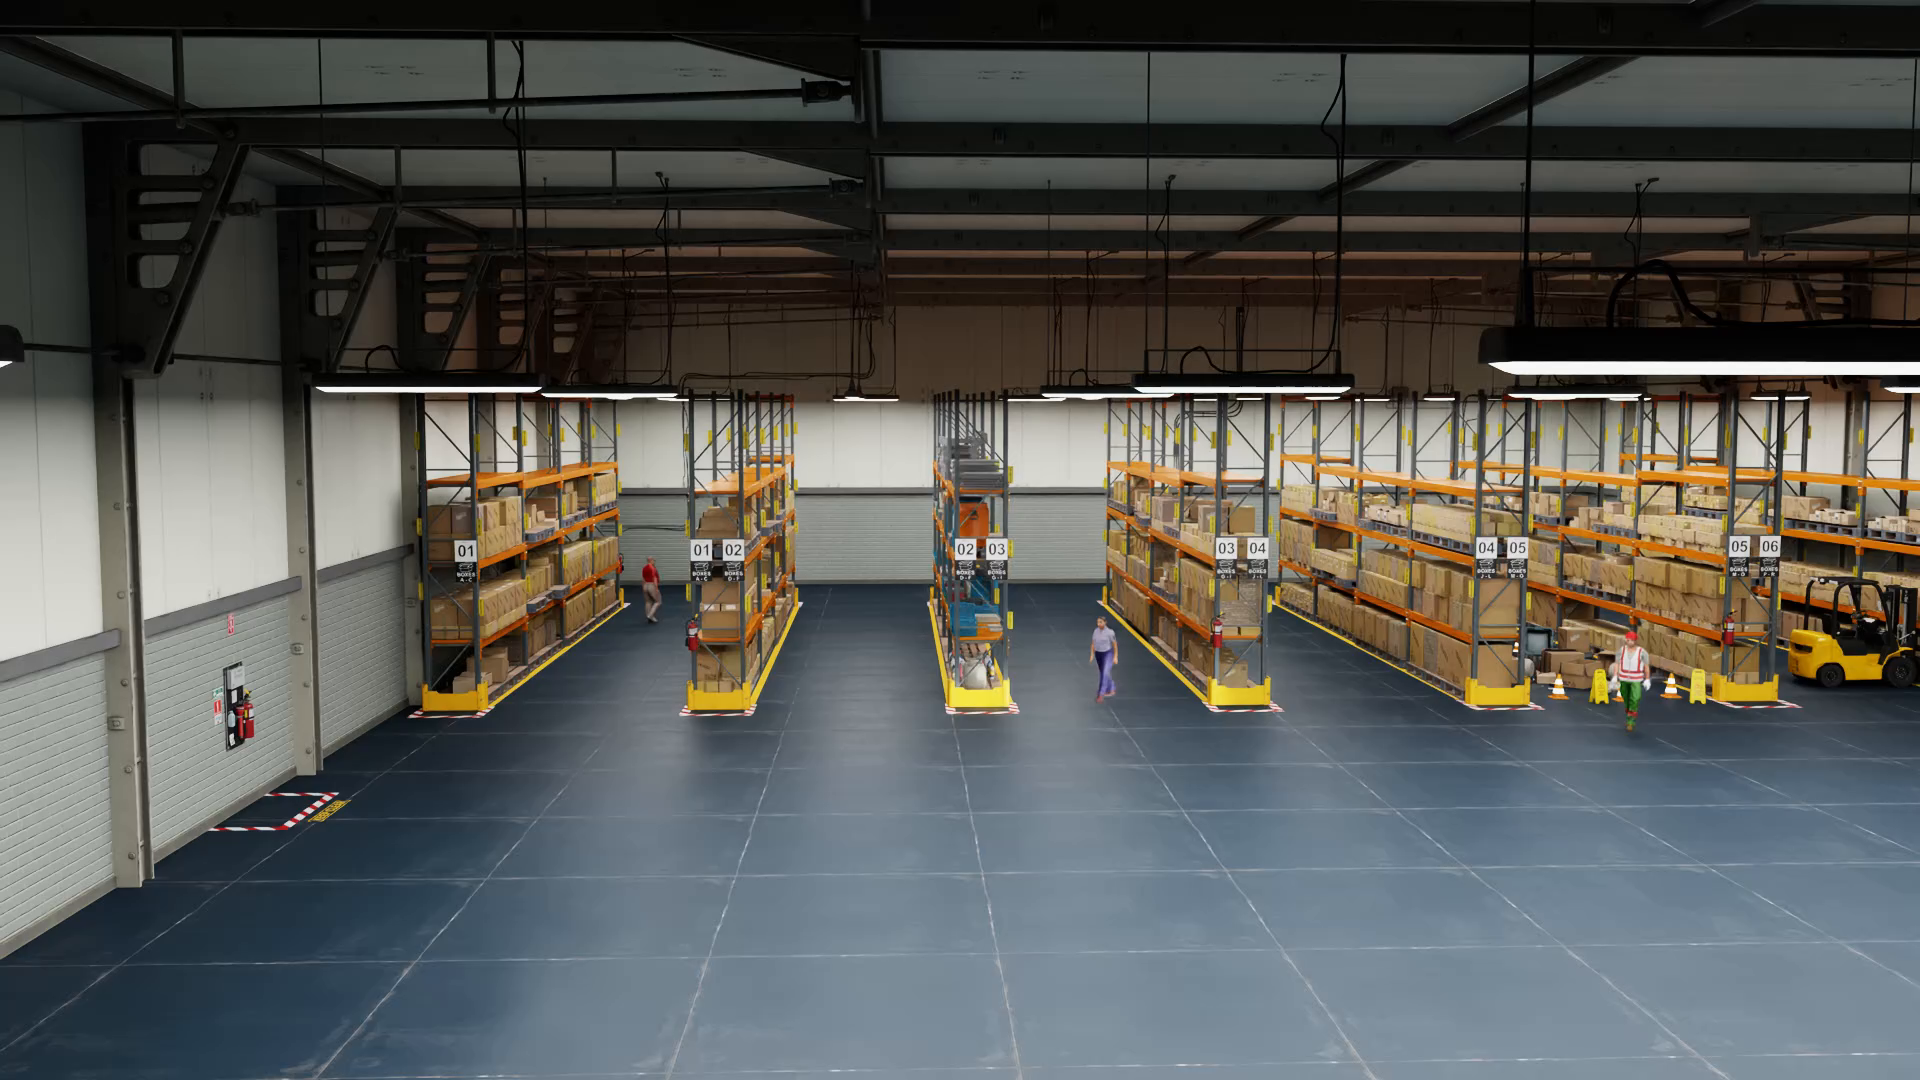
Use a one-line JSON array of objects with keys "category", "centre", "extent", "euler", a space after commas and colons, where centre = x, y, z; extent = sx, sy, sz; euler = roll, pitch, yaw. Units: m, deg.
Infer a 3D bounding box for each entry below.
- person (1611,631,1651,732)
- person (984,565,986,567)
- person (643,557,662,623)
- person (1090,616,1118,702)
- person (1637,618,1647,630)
[{"category": "person", "centre": [11.723, 2.458, 29.111], "extent": [0.574, 1.726, 1.031], "euler": [4, 6, 40]}, {"category": "person", "centre": [0.609, 0.767, 49.965], "extent": [0.604, 1.727, 1.160], "euler": [-1, 5, -16]}, {"category": "person", "centre": [-8.129, 1.304, 43.655], "extent": [0.592, 1.733, 0.470], "euler": [4, 6, 41]}, {"category": "person", "centre": [2.775, 2.275, 32.245], "extent": [0.878, 1.593, 0.536], "euler": [-4, 6, -43]}, {"category": "person", "centre": [16.447, 1.552, 40.329], "extent": [0.626, 1.777, 0.599], "euler": [0, 5, -1]}]
